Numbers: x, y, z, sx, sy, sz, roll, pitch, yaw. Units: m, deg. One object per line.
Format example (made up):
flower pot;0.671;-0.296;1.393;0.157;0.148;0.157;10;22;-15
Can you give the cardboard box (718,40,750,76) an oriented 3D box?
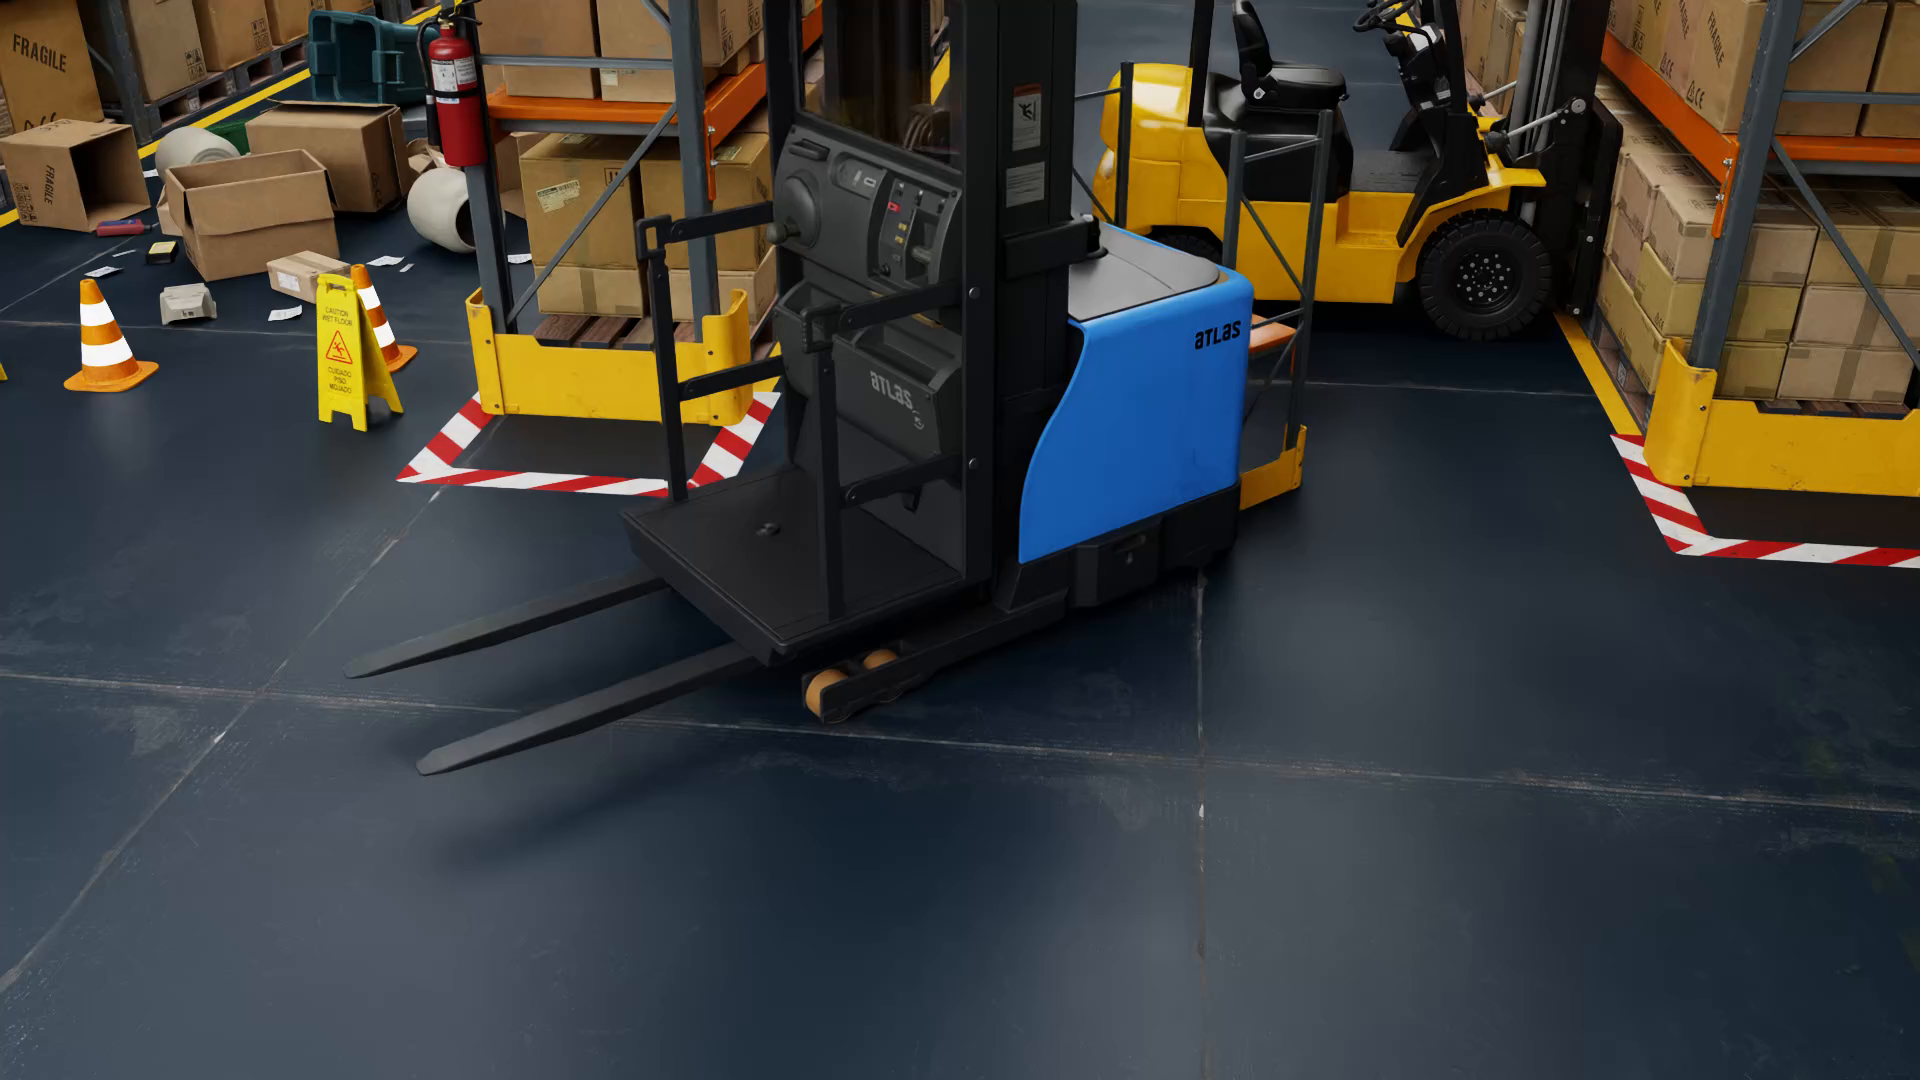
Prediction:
cardboard box;-1.145;-2.163;7.368;0.380;0.149;0.250;2;28;5

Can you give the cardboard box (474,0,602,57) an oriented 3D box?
cardboard box;-1.729;-2.333;6.998;0.500;0.500;0.500;3;28;5

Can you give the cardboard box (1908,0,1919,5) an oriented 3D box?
cardboard box;3.704;-2.074;6.147;0.380;0.149;0.250;3;28;5

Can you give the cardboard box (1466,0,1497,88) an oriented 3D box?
cardboard box;4.140;-3.587;11.807;0.875;0.625;0.625;2;28;4

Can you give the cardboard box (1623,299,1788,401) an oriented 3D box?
cardboard box;3.149;-0.814;7.054;0.500;0.250;0.500;4;29;7

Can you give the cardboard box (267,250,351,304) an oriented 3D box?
cardboard box;-3.366;-1.365;8.627;0.380;0.149;0.250;20;34;32

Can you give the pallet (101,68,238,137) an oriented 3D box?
pallet;-5.937;-3.149;11.873;1.003;0.211;1.213;3;28;6

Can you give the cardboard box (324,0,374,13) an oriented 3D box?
cardboard box;-5.631;-4.805;13.936;1.050;0.750;0.750;3;28;6

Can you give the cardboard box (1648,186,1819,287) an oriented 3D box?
cardboard box;3.152;-1.249;6.808;0.500;0.250;0.500;4;29;8

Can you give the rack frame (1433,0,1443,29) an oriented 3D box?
rack frame;4.385;-5.365;13.046;1.000;3.000;0.127;3;28;6

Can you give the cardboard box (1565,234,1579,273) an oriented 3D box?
cardboard box;3.331;-1.528;8.380;0.500;0.250;0.500;4;29;8

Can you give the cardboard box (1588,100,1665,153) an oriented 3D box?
cardboard box;3.330;-1.966;8.139;0.500;0.250;0.500;3;28;5

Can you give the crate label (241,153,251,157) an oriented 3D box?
crate label;-4.449;-2.341;10.451;0.298;0.136;0.250;-17;33;-29

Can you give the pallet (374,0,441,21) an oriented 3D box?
pallet;-5.370;-5.032;15.368;1.003;0.211;1.213;3;28;6

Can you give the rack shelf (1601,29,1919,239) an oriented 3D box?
rack shelf;3.650;-2.224;7.975;1.077;0.370;4.000;3;28;6

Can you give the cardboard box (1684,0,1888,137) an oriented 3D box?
cardboard box;3.204;-1.891;6.491;0.500;0.500;0.500;3;28;5

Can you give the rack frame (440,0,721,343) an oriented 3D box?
rack frame;-1.522;-1.886;6.589;1.000;3.000;0.127;3;28;6

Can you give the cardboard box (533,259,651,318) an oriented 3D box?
cardboard box;-1.687;-1.268;7.898;0.500;0.250;0.500;3;28;6

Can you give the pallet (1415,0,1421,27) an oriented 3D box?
pallet;4.514;-4.487;14.356;1.003;0.211;1.213;3;28;6

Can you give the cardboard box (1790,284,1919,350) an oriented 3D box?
cardboard box;3.668;-1.003;6.879;0.500;0.250;0.500;4;29;7

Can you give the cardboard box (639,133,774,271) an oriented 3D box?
cardboard box;-1.147;-1.566;7.659;0.500;0.500;0.500;2;28;4

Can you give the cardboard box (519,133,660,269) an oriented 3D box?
cardboard box;-1.683;-1.583;7.692;0.500;0.500;0.500;4;29;7

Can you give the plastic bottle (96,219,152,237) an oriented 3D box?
plastic bottle;-4.765;-1.785;9.500;0.283;0.061;0.133;-6;29;-11

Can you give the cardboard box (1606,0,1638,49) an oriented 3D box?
cardboard box;3.390;-2.613;7.832;0.500;0.500;0.500;4;29;7

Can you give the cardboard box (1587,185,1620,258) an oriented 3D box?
cardboard box;3.269;-1.521;7.840;0.500;0.250;0.500;3;28;5

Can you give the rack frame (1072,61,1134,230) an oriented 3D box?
rack frame;0.490;-1.175;6.850;0.500;1.500;0.032;-21;35;-34

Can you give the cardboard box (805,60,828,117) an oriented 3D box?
cardboard box;-0.960;-2.300;9.022;0.500;0.500;0.500;5;29;9

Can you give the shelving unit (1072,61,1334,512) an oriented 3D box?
shelving unit;0.804;-0.991;6.508;0.587;1.500;1.083;-21;35;-34

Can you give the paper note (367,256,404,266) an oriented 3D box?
paper note;-3.129;-1.526;9.062;0.148;0.019;0.142;14;31;24

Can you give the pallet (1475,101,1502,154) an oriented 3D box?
pallet;3.946;-2.604;10.861;1.003;0.211;1.213;3;28;6

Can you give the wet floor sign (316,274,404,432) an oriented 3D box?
wet floor sign;-2.607;-0.823;7.097;0.267;0.644;0.232;14;31;24

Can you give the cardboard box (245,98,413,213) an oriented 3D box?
cardboard box;-3.713;-2.262;9.774;0.797;0.637;0.503;3;28;6

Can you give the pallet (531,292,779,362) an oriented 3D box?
pallet;-1.378;-1.075;8.023;1.003;0.211;1.213;3;28;6

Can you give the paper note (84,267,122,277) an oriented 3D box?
paper note;-4.575;-1.438;8.890;0.144;0.017;0.142;14;31;24

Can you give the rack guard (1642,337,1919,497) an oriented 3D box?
rack guard;3.402;-0.488;6.628;1.175;0.500;0.348;3;28;6

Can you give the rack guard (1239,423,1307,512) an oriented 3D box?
rack guard;1.118;-0.258;6.464;0.587;0.250;0.087;-21;35;-34

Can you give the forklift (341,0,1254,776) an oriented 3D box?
forklift;-0.467;-1.003;5.021;3.031;2.935;1.130;-19;34;-32

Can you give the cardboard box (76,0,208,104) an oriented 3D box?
cardboard box;-5.970;-3.501;11.515;1.050;0.750;0.750;3;28;6

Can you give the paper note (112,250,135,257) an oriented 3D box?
paper note;-4.614;-1.583;9.177;0.032;0.001;0.123;20;34;32

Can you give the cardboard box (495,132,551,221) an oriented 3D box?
cardboard box;-2.514;-2.245;9.887;0.500;0.500;0.500;-24;36;-37
